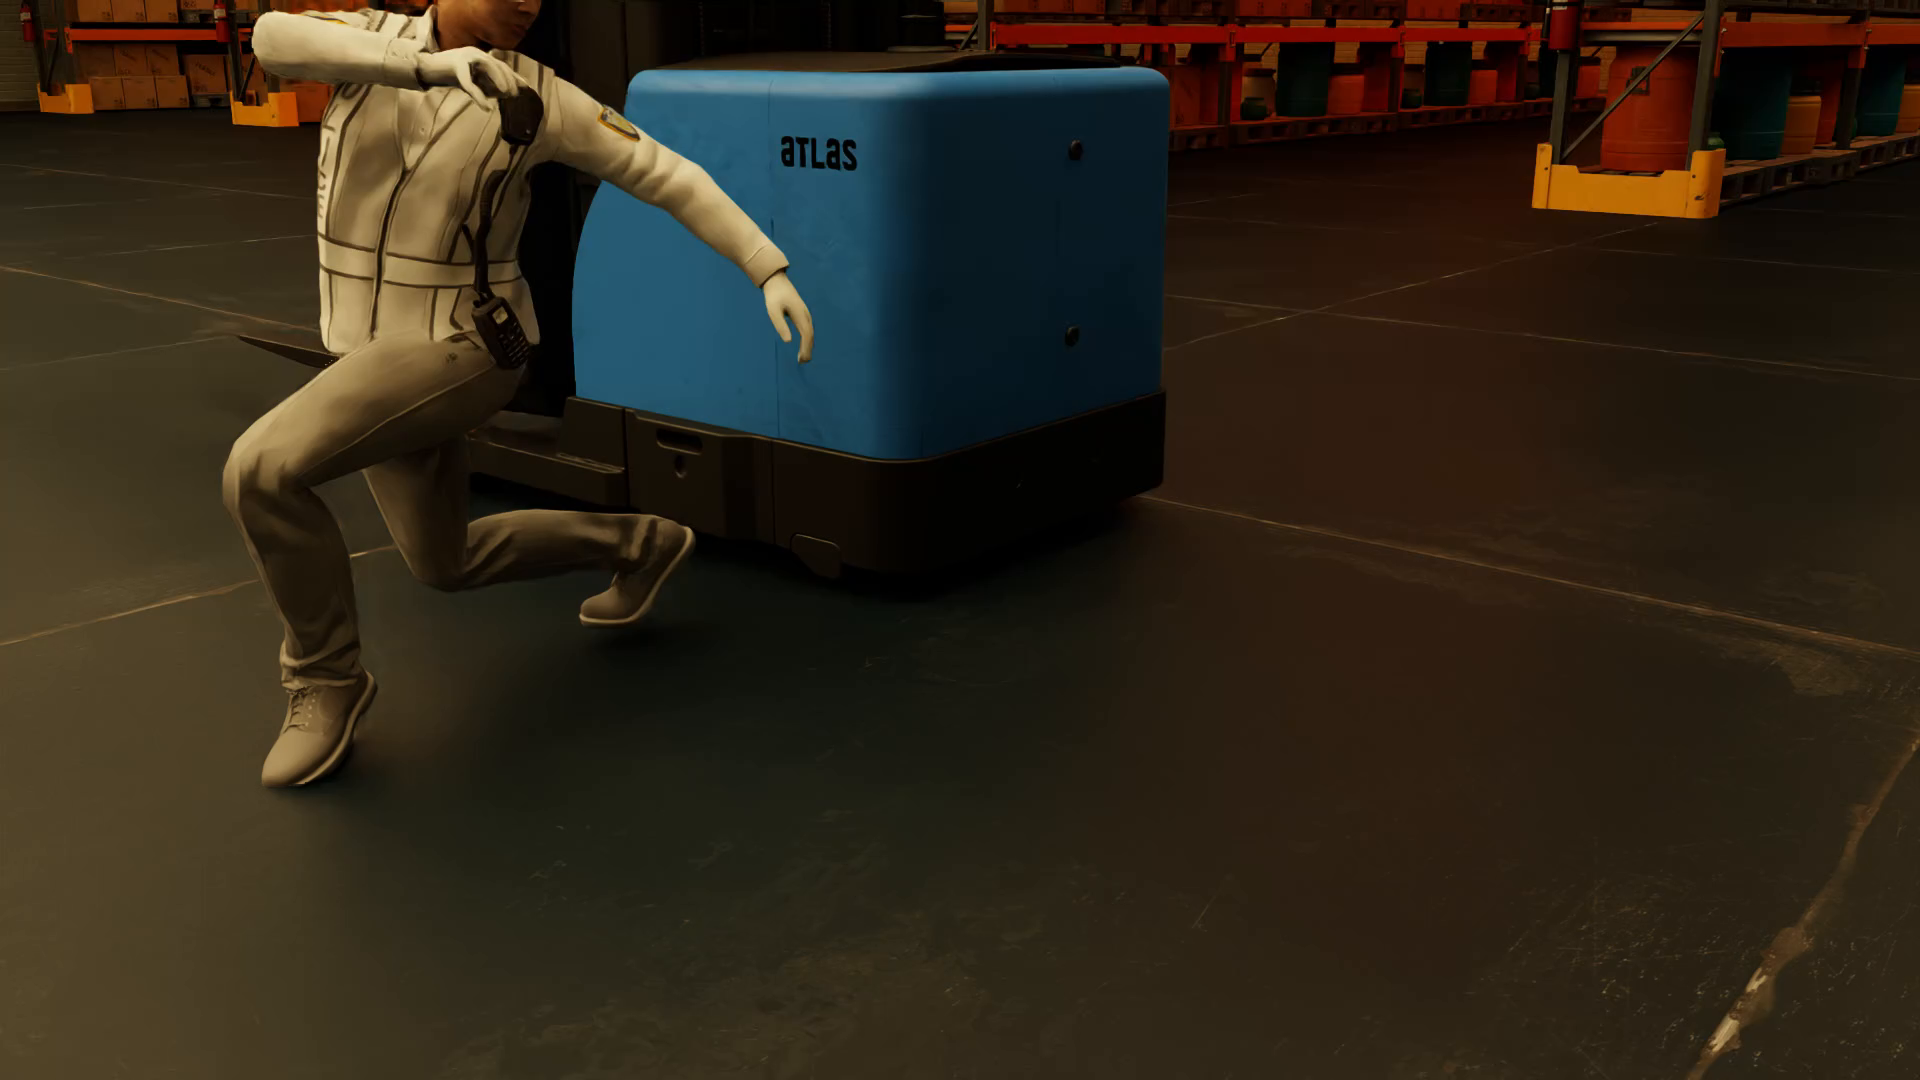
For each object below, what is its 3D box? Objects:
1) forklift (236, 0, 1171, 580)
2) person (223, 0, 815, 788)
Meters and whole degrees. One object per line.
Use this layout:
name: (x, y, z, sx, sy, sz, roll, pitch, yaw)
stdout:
forklift: (-0.950, -1.648, 4.323, 3.031, 2.935, 1.130, 13, 21, 37)
person: (-0.732, -0.356, 2.773, 0.744, 1.412, 0.938, 8, 19, 25)
